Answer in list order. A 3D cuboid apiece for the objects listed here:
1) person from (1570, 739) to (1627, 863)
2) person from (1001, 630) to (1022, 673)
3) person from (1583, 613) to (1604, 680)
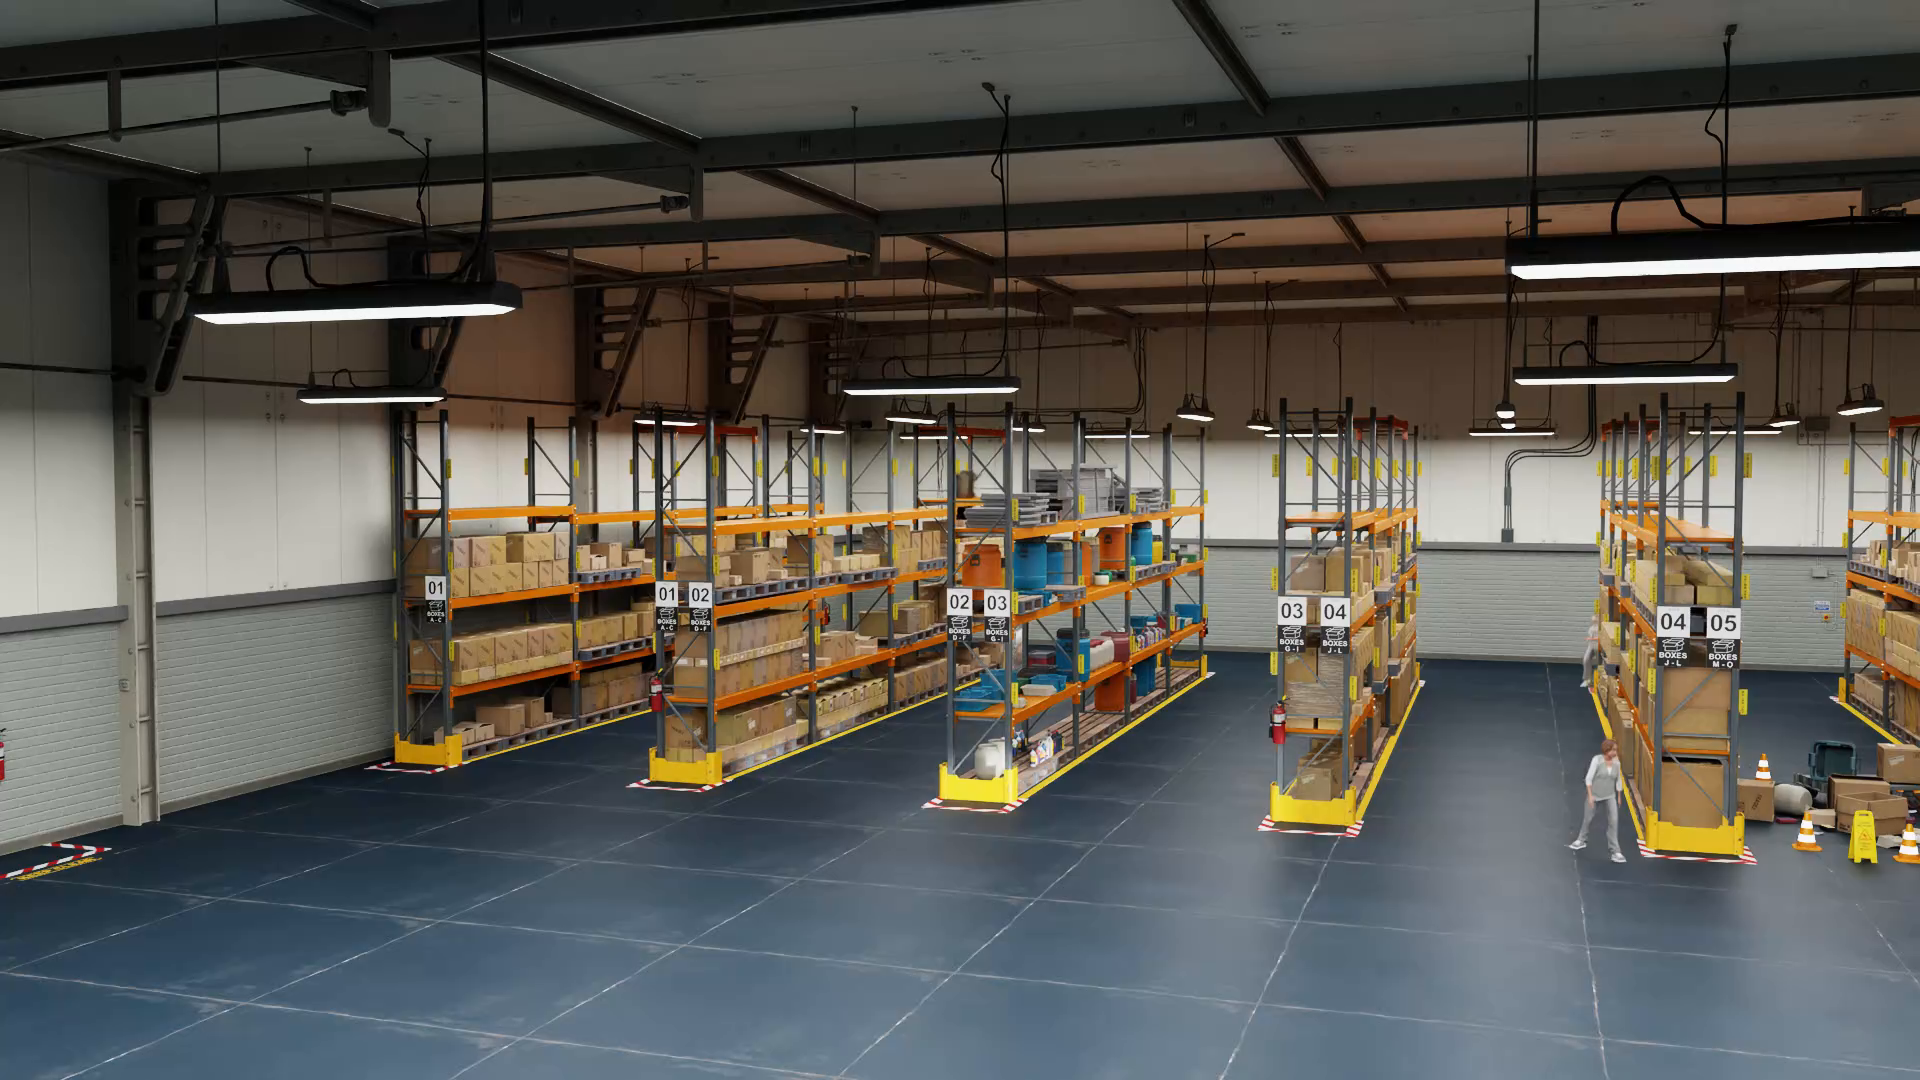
[{"bbox_3d":[8.252,3.309,21.412,0.558,1.534,0.858,0,2,0],"label":"person"},{"bbox_3d":[1.212,2.614,37.358,0.533,1.644,0.740,1,3,27],"label":"person"},{"bbox_3d":[14.665,2.450,38.265,0.752,1.573,0.536,-1,3,-17],"label":"person"}]
